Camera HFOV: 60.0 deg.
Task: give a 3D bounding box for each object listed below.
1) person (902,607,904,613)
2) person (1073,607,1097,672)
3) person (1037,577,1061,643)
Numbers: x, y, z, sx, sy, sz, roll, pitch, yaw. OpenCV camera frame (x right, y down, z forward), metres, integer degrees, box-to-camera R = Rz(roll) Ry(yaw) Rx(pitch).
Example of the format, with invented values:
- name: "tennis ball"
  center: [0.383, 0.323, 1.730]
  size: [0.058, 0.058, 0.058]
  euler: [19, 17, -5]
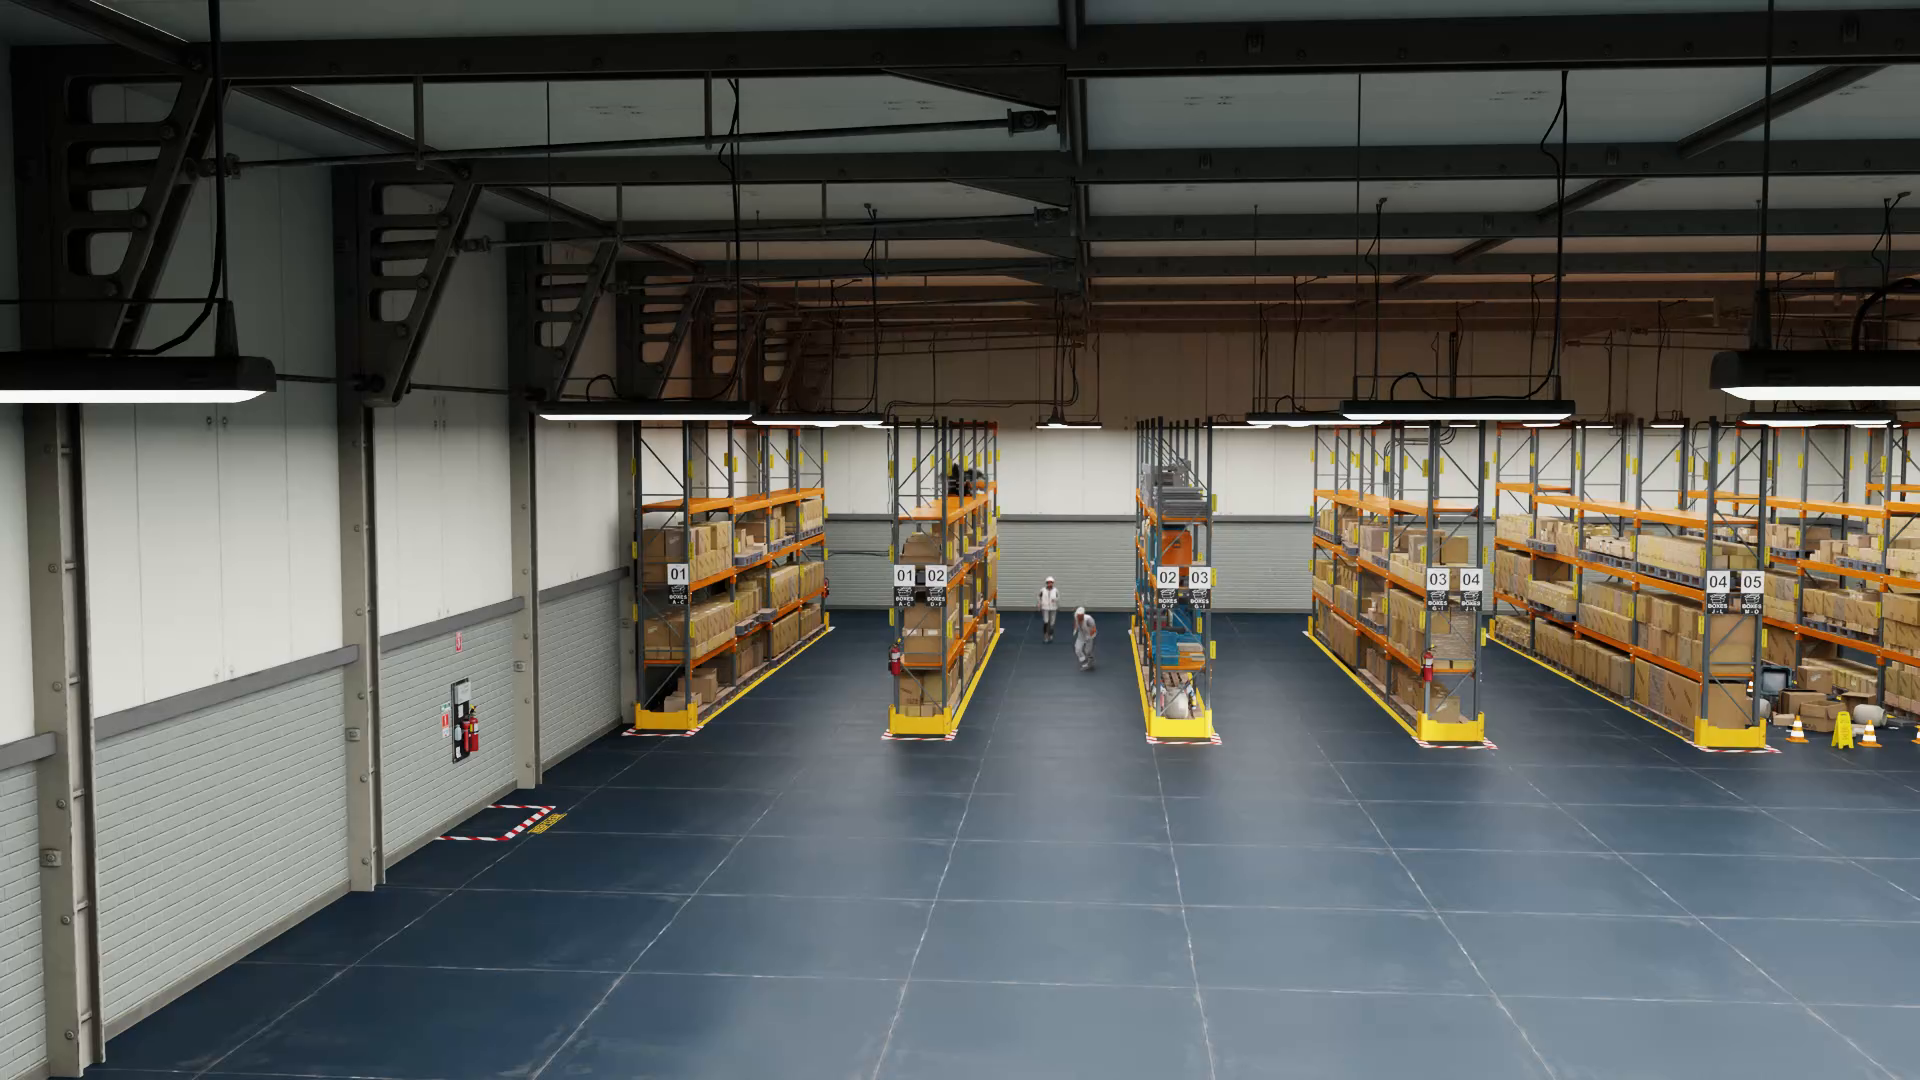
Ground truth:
- name: "person"
  center: [-1.268, 2.076, 44.460]
  size: [0.575, 1.506, 0.837]
  euler: [0, 4, -6]
- name: "person"
  center: [3.038, 2.353, 39.895]
  size: [0.649, 1.575, 1.177]
  euler: [2, 4, 26]
- name: "person"
  center: [2.418, 1.891, 45.076]
  size: [0.626, 1.779, 0.725]
  euler: [0, 4, -5]
